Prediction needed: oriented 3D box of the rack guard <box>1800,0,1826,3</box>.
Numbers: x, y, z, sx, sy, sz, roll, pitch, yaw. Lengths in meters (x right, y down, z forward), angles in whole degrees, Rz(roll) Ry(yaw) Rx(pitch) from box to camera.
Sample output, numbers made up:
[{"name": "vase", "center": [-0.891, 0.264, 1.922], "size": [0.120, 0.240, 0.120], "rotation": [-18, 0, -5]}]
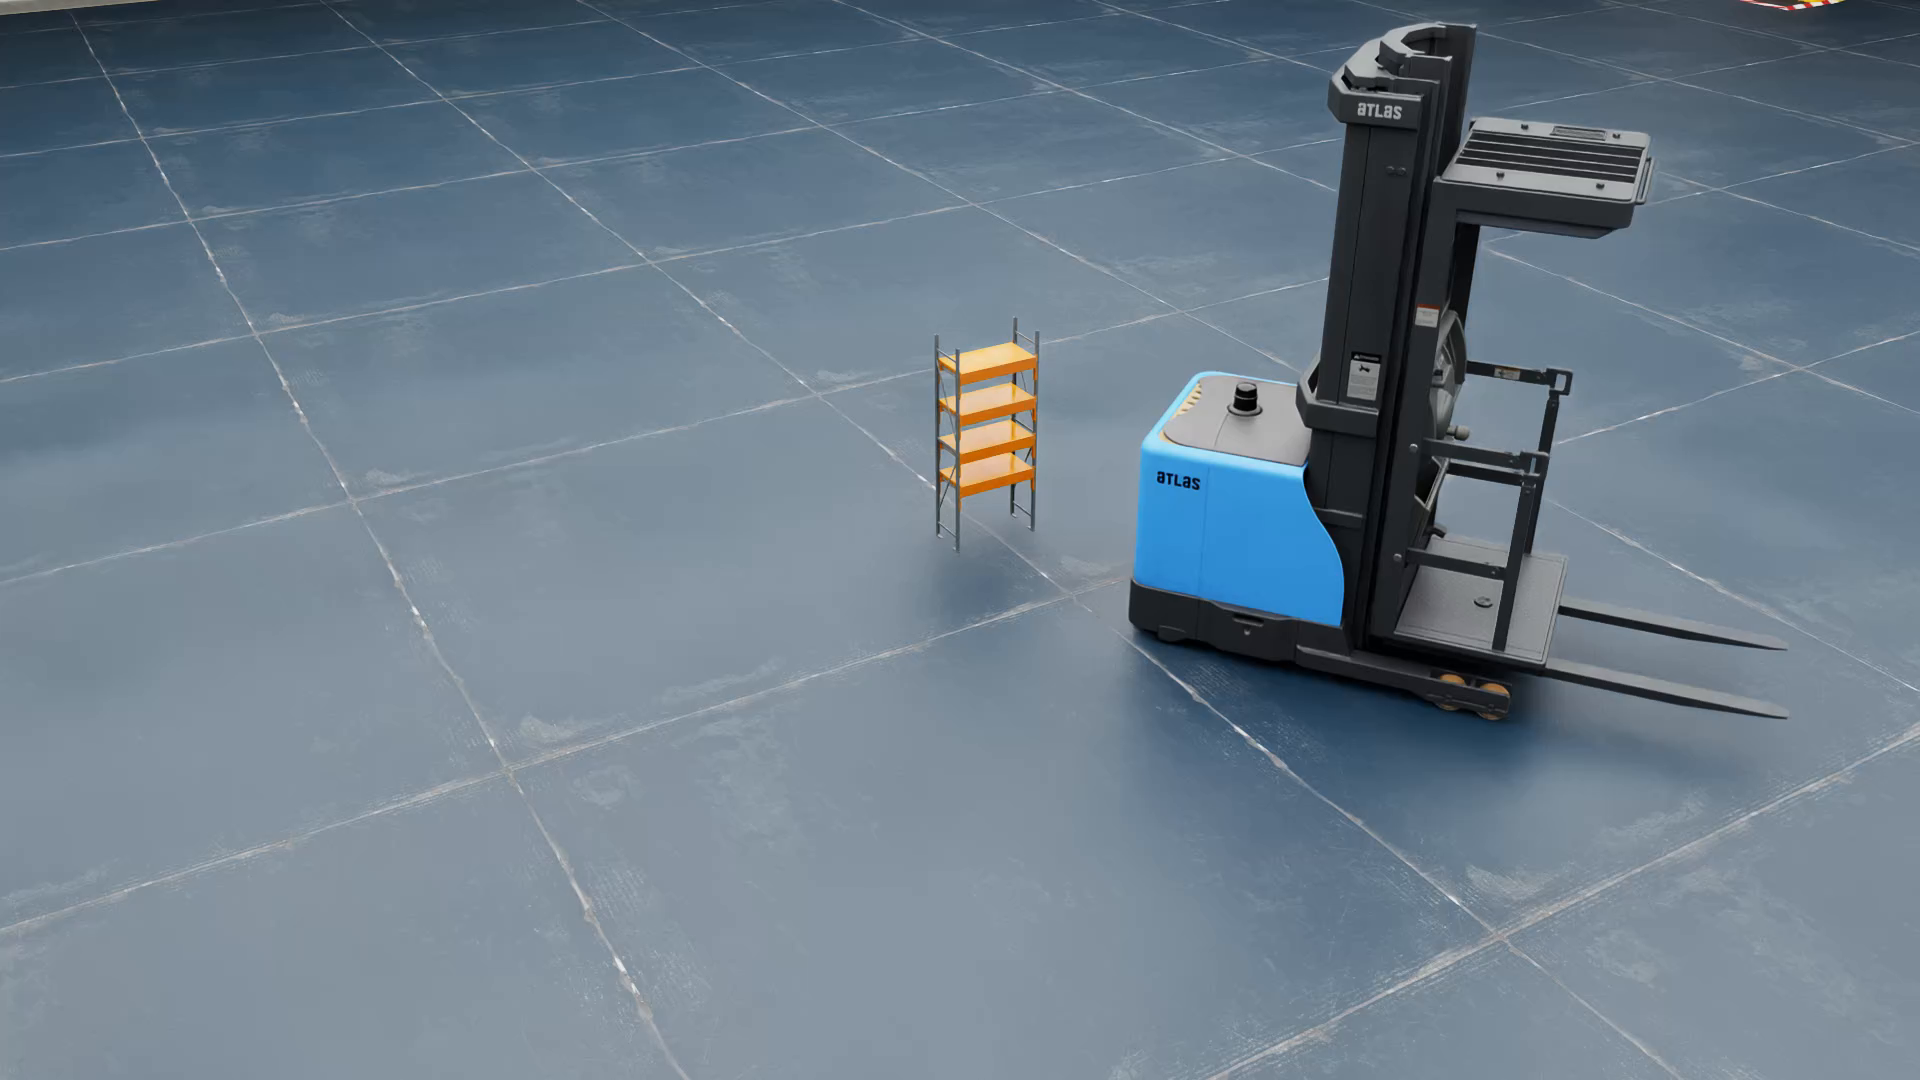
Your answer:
[{"name": "rack guard", "center": [11.276, -7.704, 22.692], "size": [0.348, 0.500, 1.175], "rotation": [-16, 33, -26]}]

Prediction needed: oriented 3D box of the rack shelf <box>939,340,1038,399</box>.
[{"name": "rack shelf", "center": [0.143, -0.910, 8.844], "size": [0.480, 0.148, 0.258], "rotation": [-16, 33, -26]}]

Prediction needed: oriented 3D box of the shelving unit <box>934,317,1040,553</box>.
[{"name": "shelving unit", "center": [0.143, -0.566, 9.034], "size": [0.503, 1.200, 0.258], "rotation": [-16, 33, -26]}]

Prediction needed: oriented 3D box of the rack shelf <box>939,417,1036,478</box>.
[{"name": "rack shelf", "center": [0.143, -0.507, 9.066], "size": [0.480, 0.148, 0.258], "rotation": [-16, 33, -26]}]

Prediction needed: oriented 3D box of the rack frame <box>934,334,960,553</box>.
[{"name": "rack frame", "center": [-0.068, -0.506, 8.925], "size": [0.015, 1.200, 0.240], "rotation": [-16, 33, -26]}]

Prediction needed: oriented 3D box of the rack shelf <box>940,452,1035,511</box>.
[{"name": "rack shelf", "center": [0.143, -0.333, 9.162], "size": [0.480, 0.148, 0.258], "rotation": [-16, 33, -26]}]

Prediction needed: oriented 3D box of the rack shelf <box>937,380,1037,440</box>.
[{"name": "rack shelf", "center": [0.143, -0.703, 8.958], "size": [0.480, 0.148, 0.258], "rotation": [-16, 33, -26]}]

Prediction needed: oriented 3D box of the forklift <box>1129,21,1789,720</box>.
[{"name": "forklift", "center": [2.415, -0.740, 7.557], "size": [3.031, 2.935, 1.130], "rotation": [12, 31, 20]}]

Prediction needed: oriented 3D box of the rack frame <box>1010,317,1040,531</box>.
[{"name": "rack frame", "center": [0.353, -0.626, 9.142], "size": [0.015, 1.200, 0.240], "rotation": [-16, 33, -26]}]
